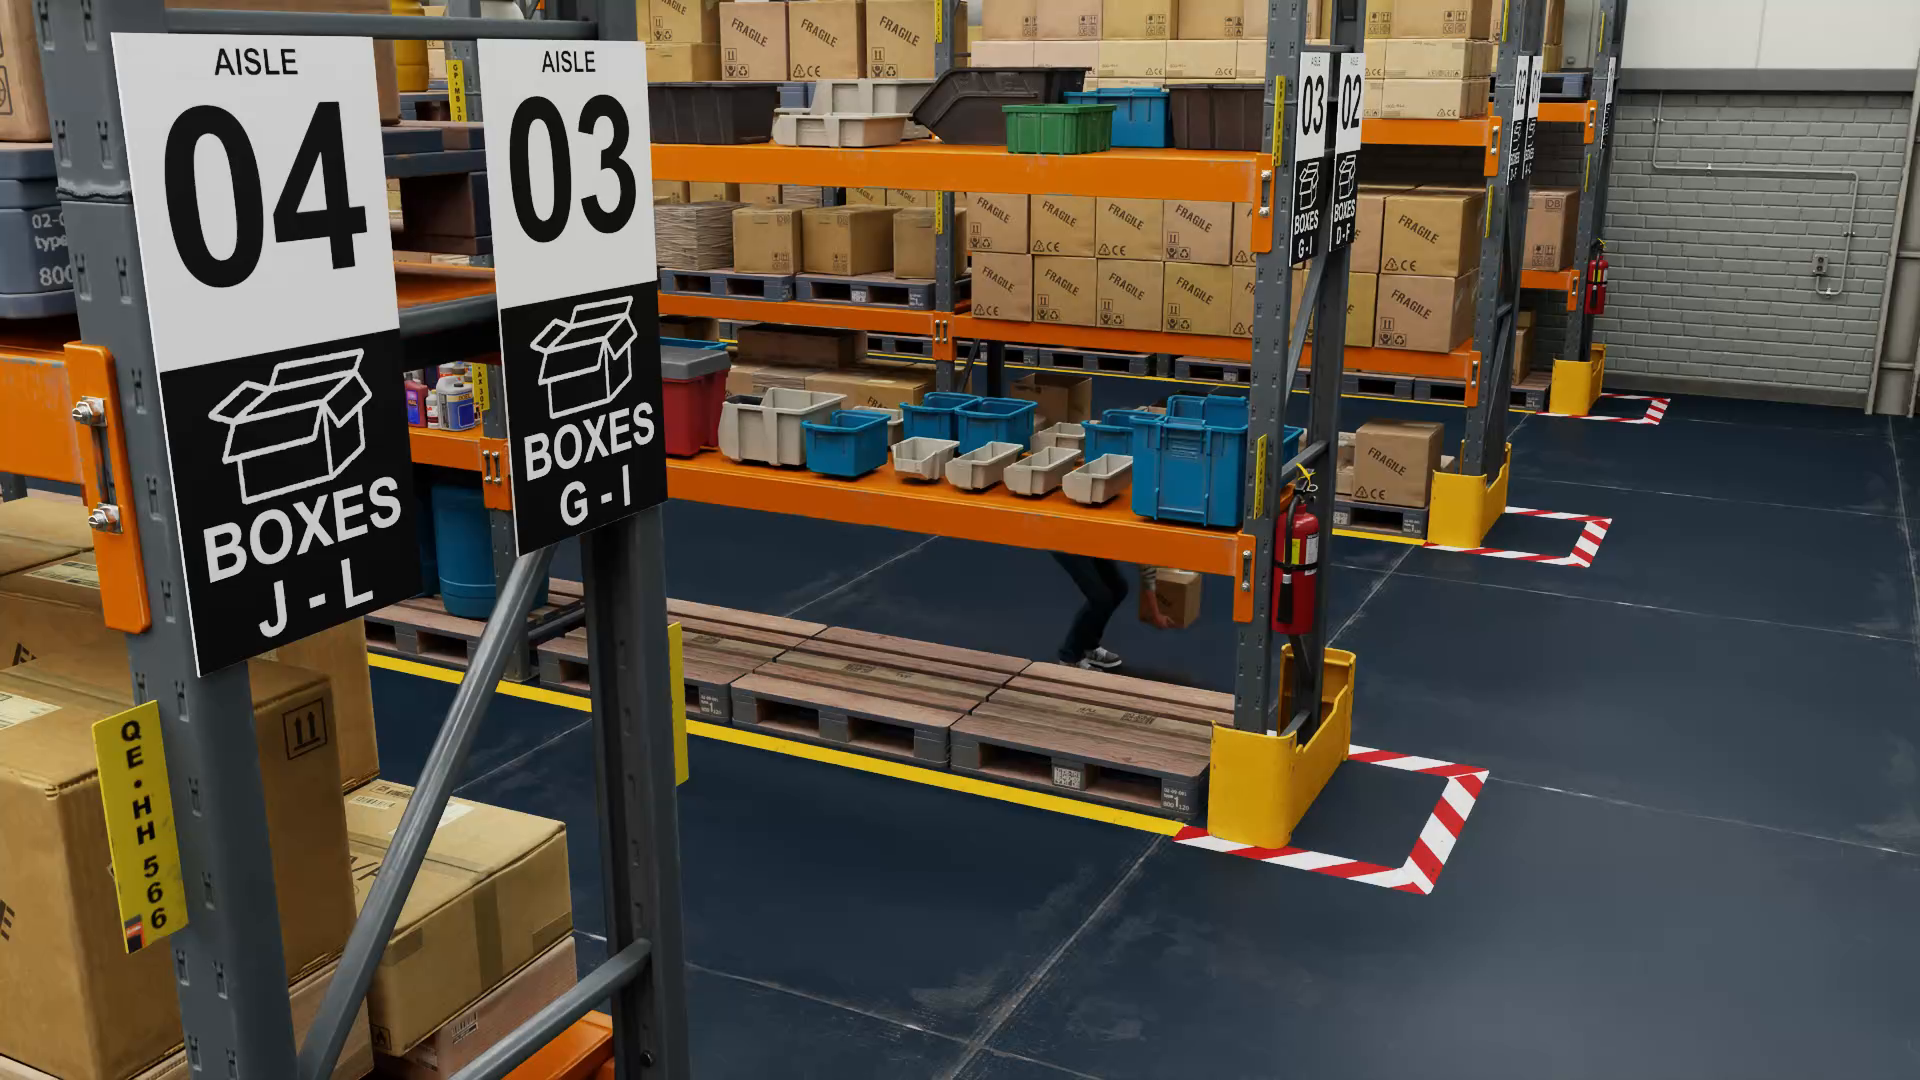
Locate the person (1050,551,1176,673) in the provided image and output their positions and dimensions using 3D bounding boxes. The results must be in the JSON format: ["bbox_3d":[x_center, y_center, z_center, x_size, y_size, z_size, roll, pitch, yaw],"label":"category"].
[{"bbox_3d":[0.854,0.209,8.775,0.850,1.073,0.408,7,17,23],"label":"person"}]
